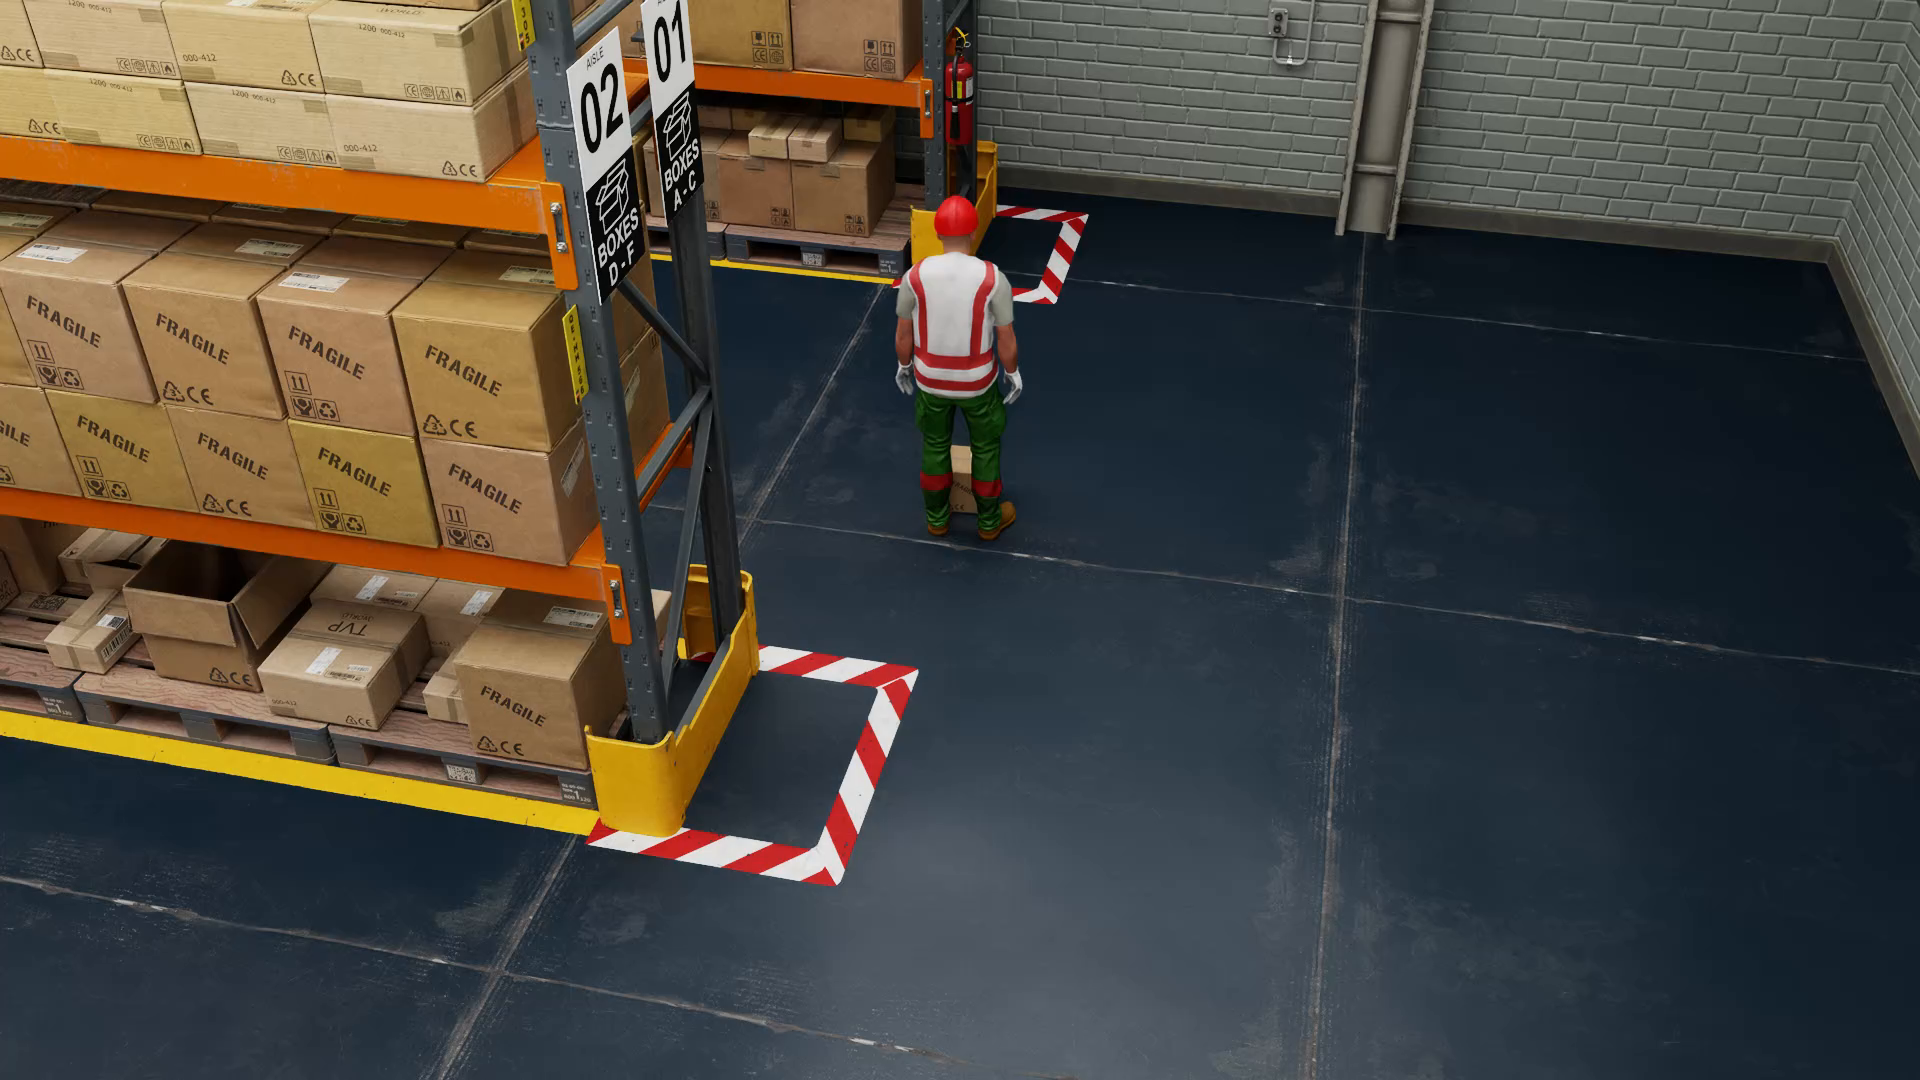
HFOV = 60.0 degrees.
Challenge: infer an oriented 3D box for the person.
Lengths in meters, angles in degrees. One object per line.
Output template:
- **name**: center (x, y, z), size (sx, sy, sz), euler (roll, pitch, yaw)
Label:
- **person**: center (-0.007, -0.802, 8.047), size (0.622, 1.779, 0.452), euler (6, 37, 9)
